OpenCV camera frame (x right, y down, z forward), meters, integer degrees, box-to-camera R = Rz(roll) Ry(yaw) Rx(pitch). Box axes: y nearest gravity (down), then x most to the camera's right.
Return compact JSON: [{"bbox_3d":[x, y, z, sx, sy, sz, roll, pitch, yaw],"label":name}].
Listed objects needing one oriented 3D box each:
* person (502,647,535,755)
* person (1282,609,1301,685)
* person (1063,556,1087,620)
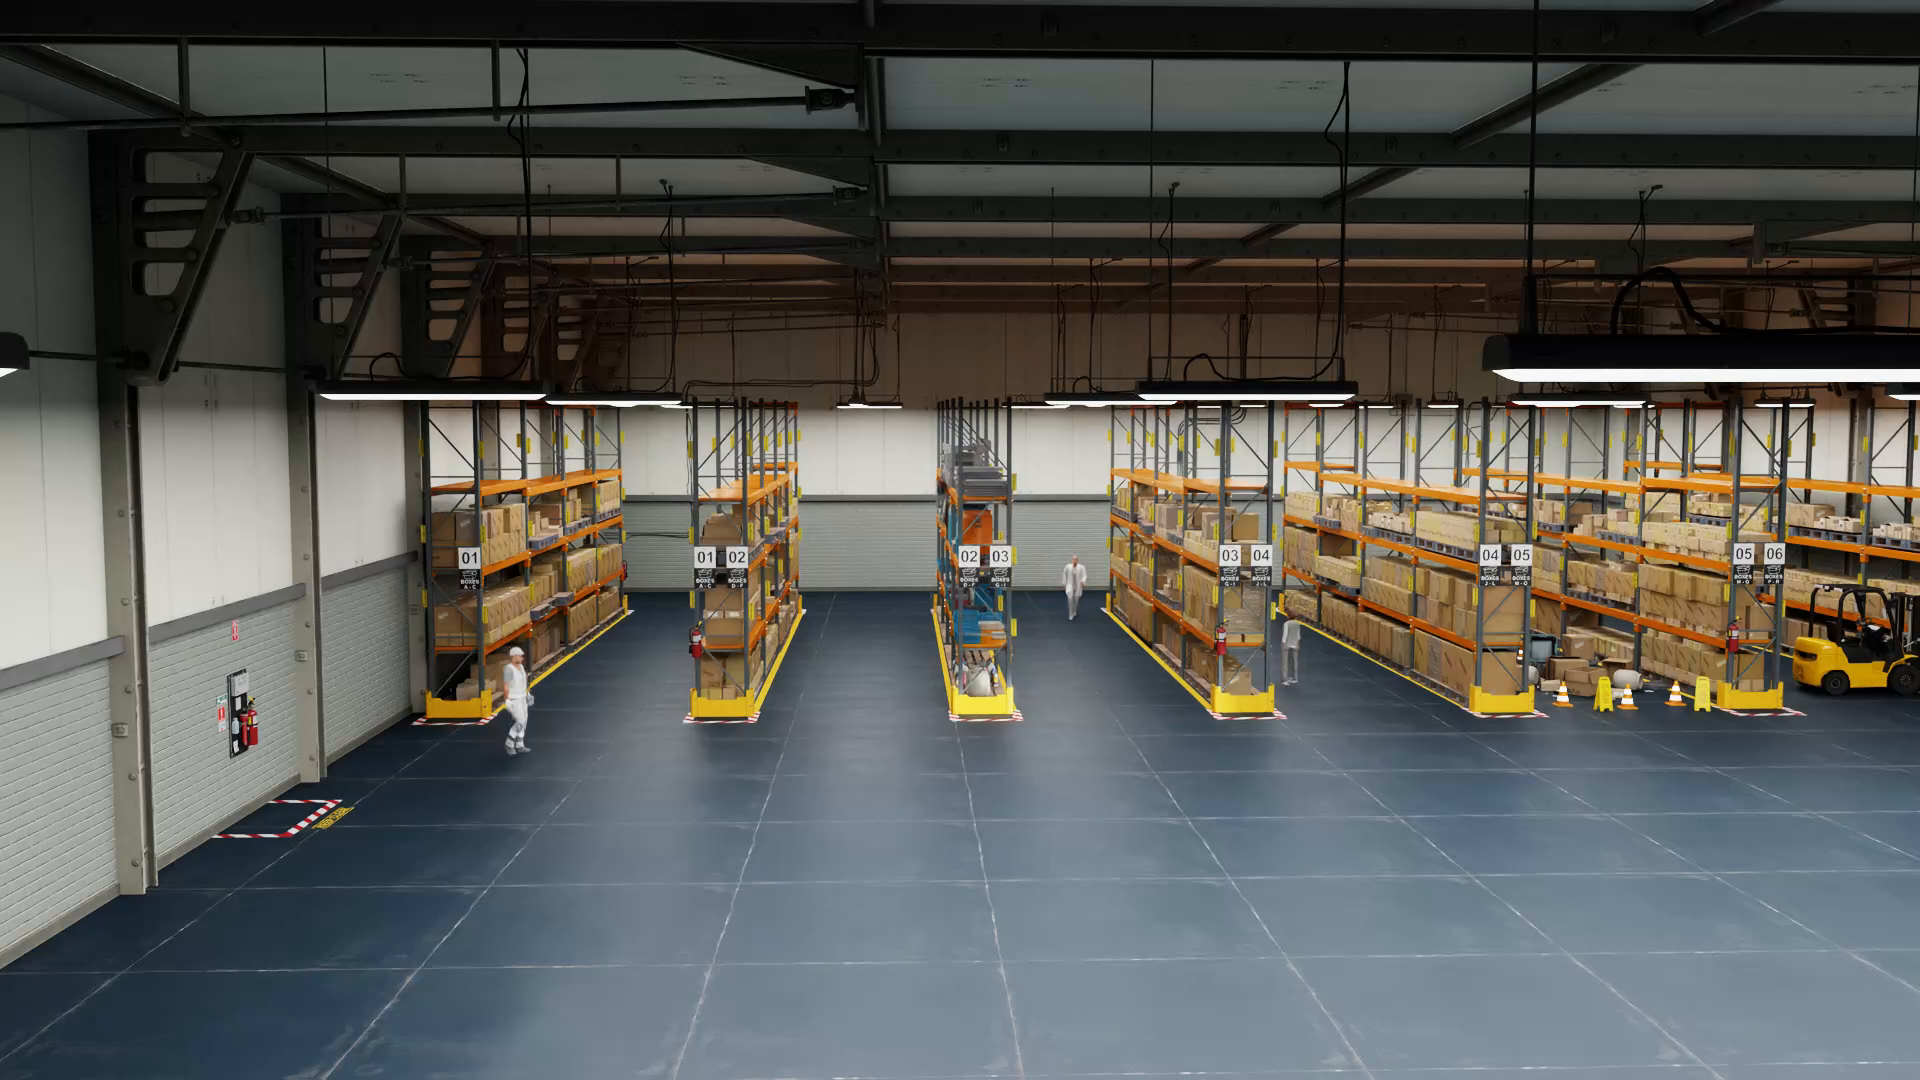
[{"bbox_3d":[-7.413,2.700,27.918,0.396,1.811,0.595,1,5,13],"label":"person"},{"bbox_3d":[6.954,2.238,34.939,0.397,1.599,0.533,0,4,4],"label":"person"},{"bbox_3d":[3.181,1.334,46.131,0.648,1.814,0.935,0,4,0],"label":"person"}]
